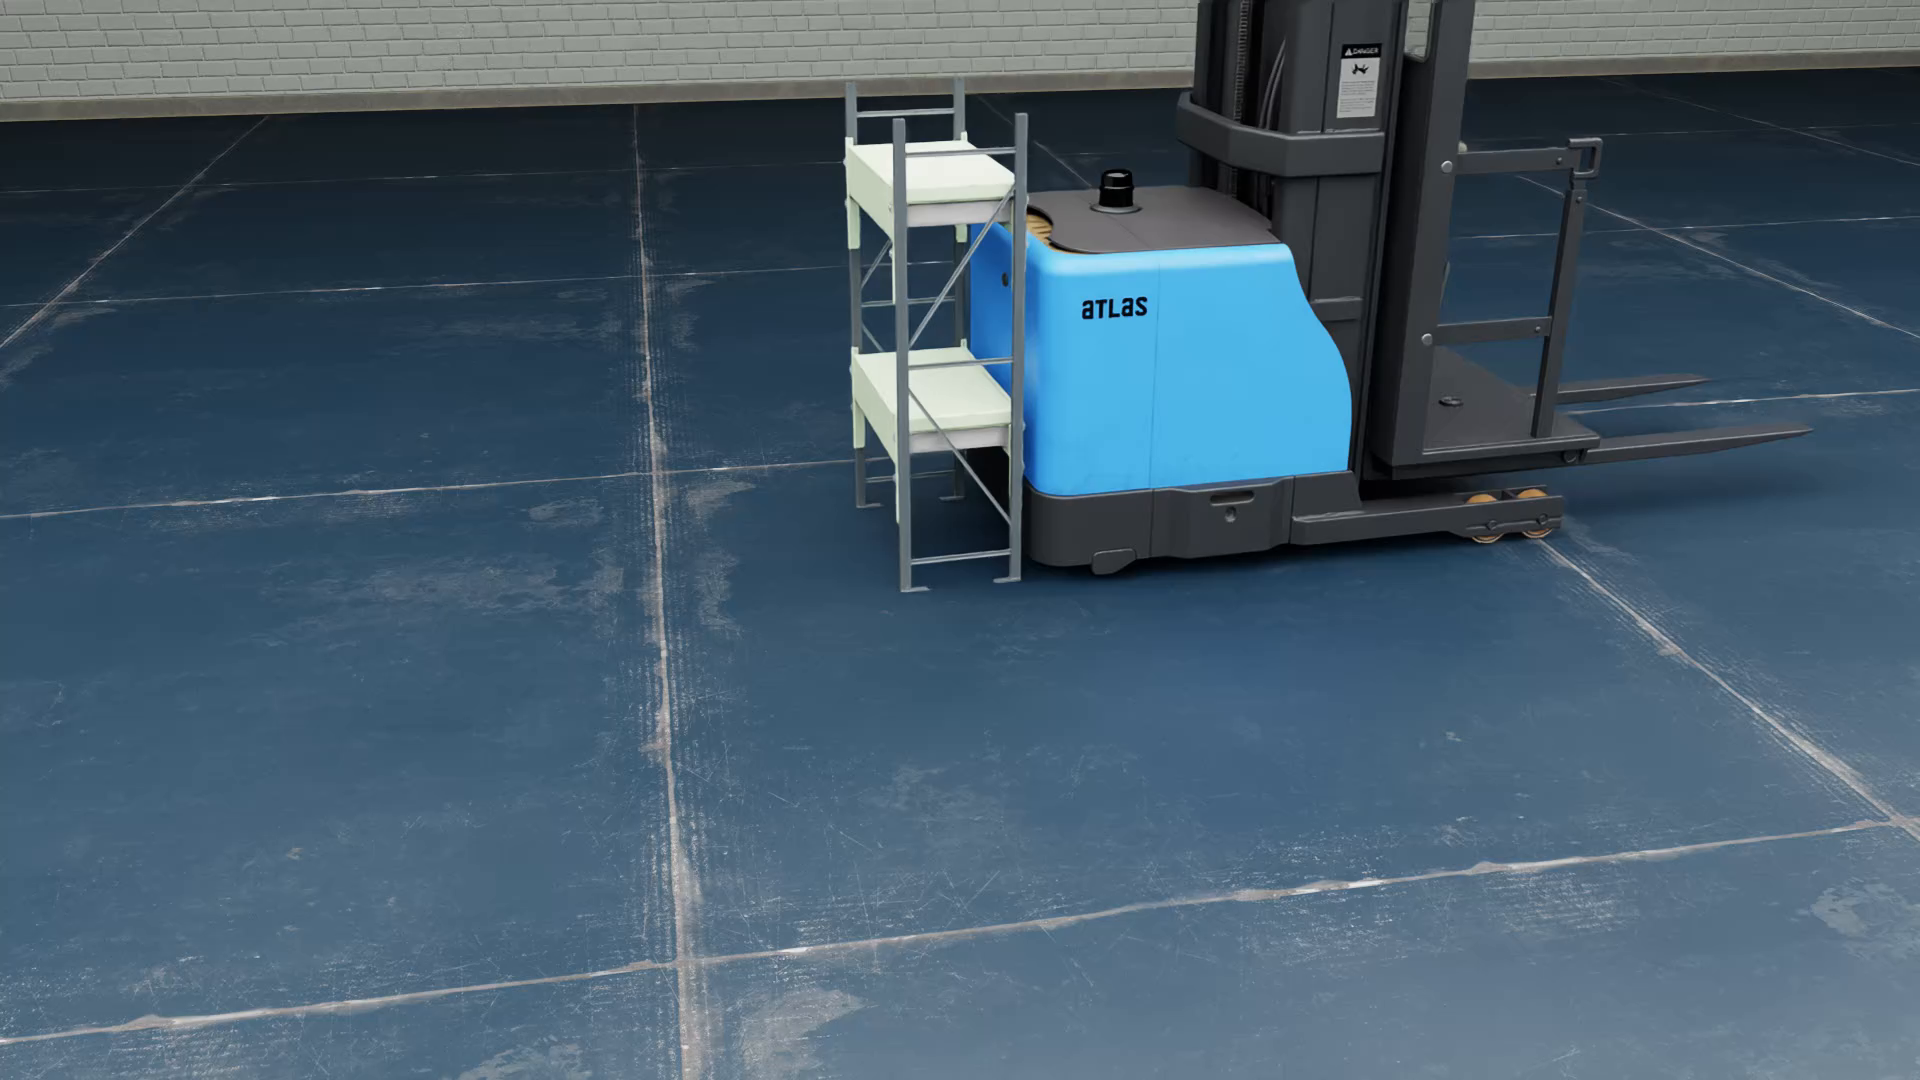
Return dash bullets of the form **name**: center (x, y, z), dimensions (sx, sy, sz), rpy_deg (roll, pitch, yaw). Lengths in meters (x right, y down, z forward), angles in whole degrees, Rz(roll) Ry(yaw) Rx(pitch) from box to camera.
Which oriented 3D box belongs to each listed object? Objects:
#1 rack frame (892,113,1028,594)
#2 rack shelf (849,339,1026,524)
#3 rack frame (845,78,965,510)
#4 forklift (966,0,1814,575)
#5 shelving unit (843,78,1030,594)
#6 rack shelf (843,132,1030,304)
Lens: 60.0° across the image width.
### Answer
- **rack frame**: center (0.002, -0.537, 5.106), dimensions (0.400, 1.500, 0.023), rpy_deg (-6, 24, -13)
- **rack shelf**: center (-0.089, -0.380, 5.562), dimensions (0.431, 0.370, 0.720), rpy_deg (-6, 24, -13)
- **rack frame**: center (-0.180, -0.821, 5.756), dimensions (0.400, 1.500, 0.023), rpy_deg (-6, 24, -13)
- **forklift**: center (1.598, -1.530, 5.591), dimensions (3.031, 2.935, 1.130), rpy_deg (-6, 24, -13)
- **shelving unit**: center (-0.089, -0.679, 5.431), dimensions (0.431, 1.500, 0.755), rpy_deg (-6, 24, -13)
- **rack shelf**: center (-0.089, -1.037, 5.275), dimensions (0.431, 0.370, 0.720), rpy_deg (-6, 24, -13)
